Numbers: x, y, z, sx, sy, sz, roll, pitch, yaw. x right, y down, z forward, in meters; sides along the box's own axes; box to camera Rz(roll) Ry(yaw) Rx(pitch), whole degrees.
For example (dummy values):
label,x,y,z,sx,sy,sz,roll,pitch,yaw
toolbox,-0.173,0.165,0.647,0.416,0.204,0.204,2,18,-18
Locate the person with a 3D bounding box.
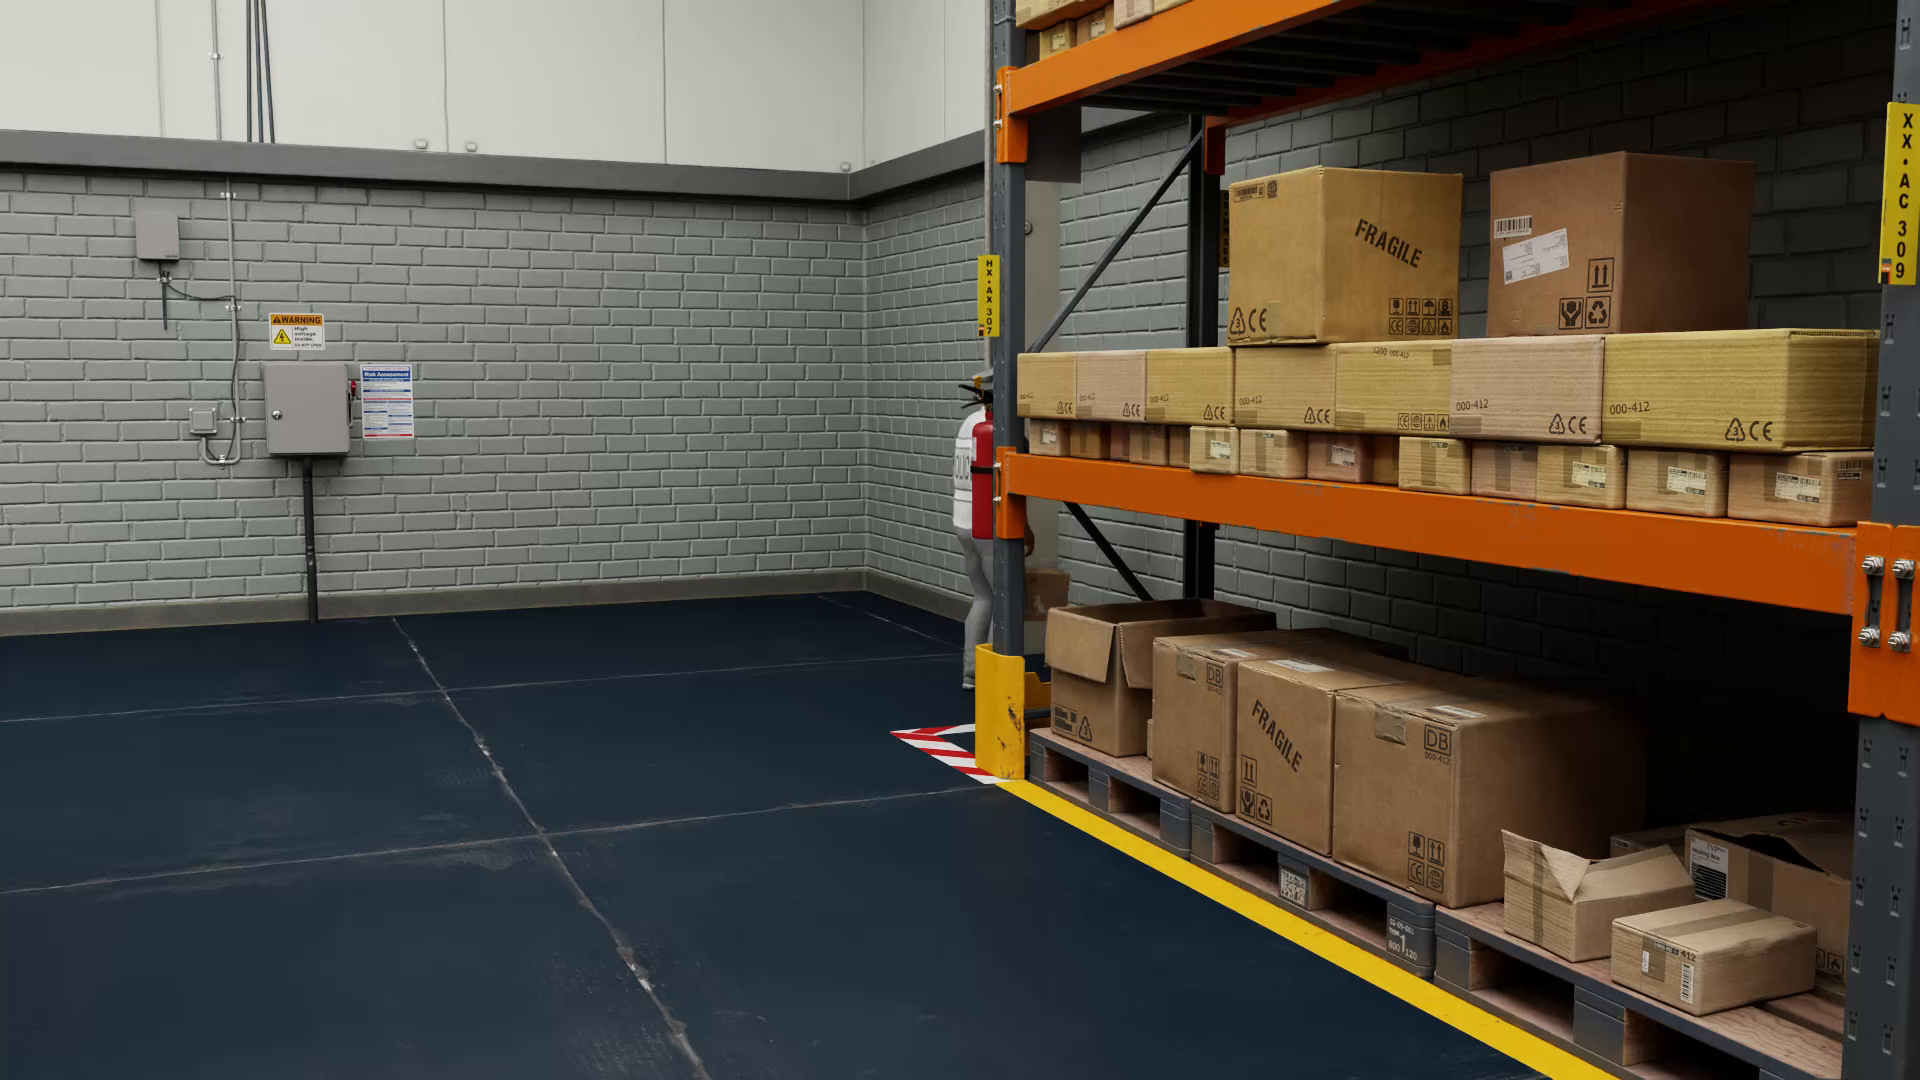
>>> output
label,x,y,z,sx,sy,sz,roll,pitch,yaw
person,0.170,-0.046,8.446,0.370,1.667,0.494,-3,6,-25
